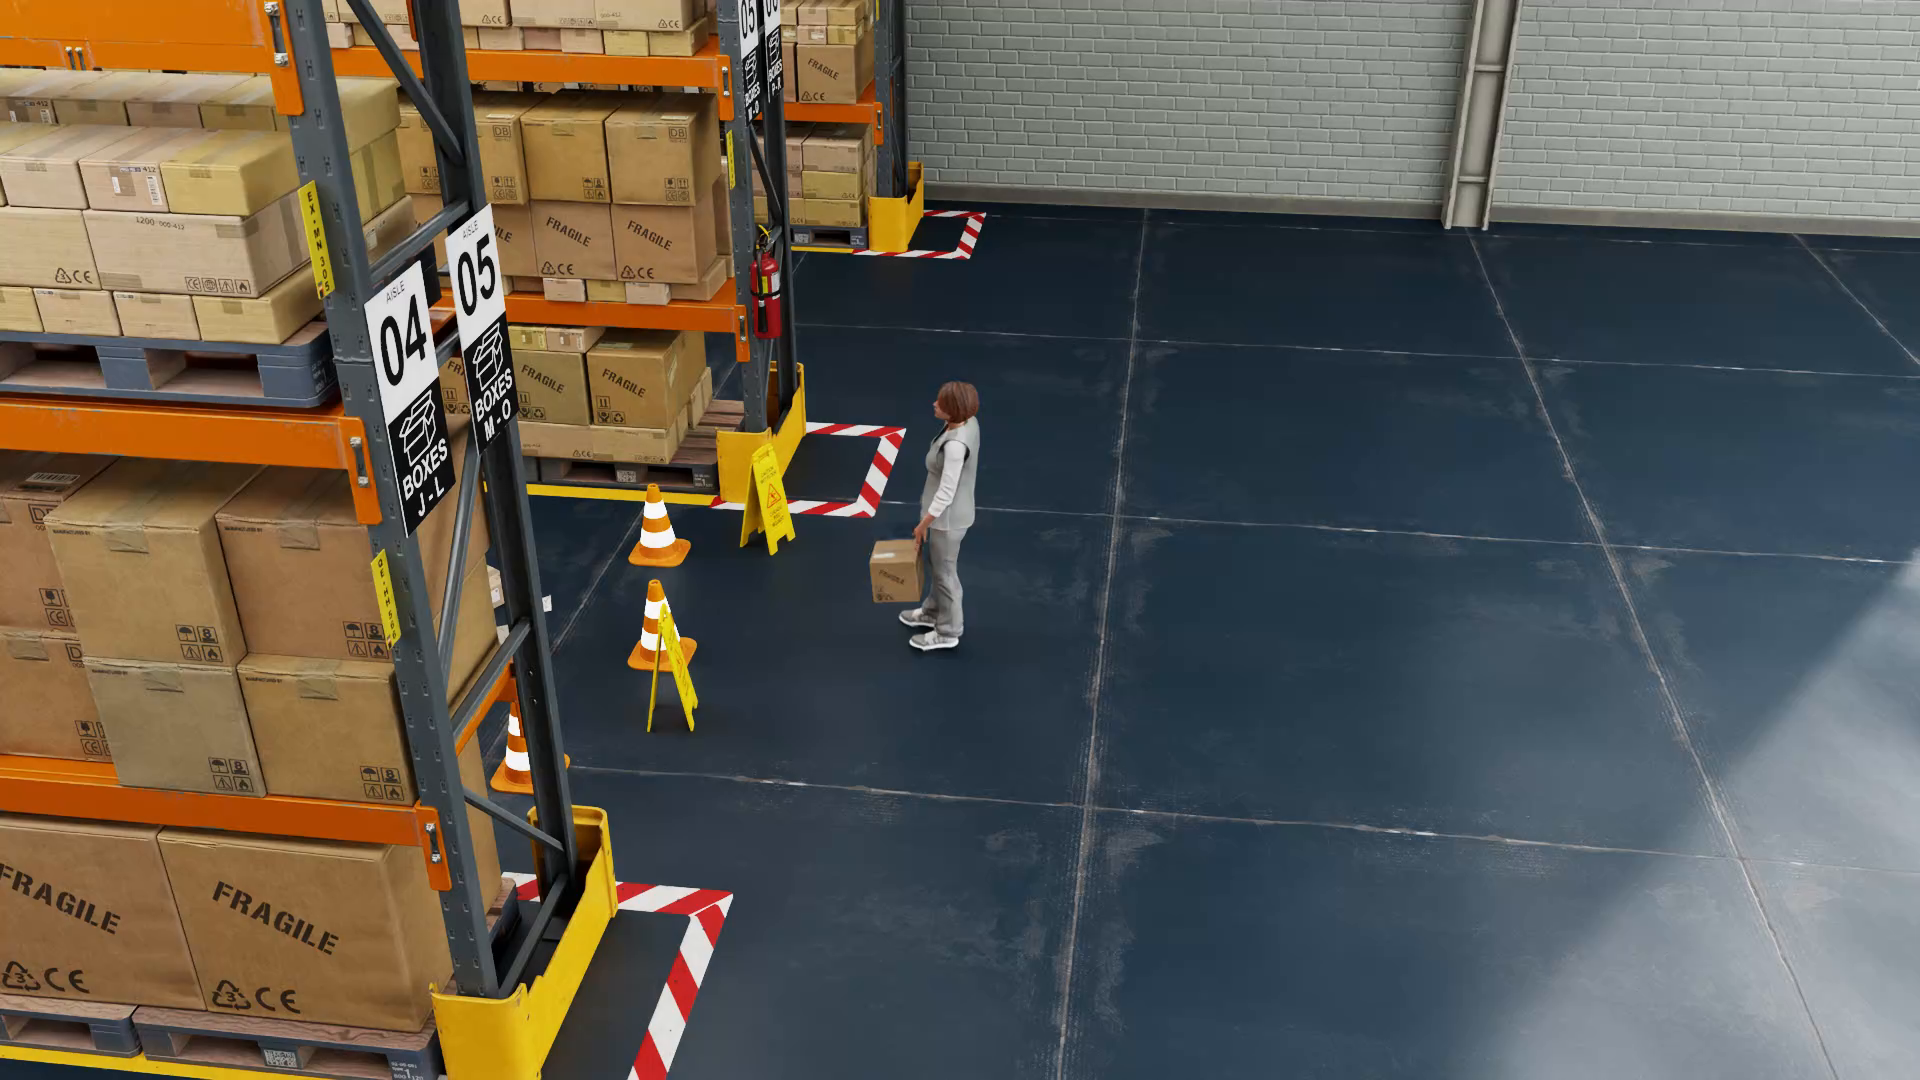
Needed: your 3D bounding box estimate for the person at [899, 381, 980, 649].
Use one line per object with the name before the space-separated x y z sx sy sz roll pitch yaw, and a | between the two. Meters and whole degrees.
person | -0.136 -0.131 8.856 0.473 1.597 0.501 3 29 6
